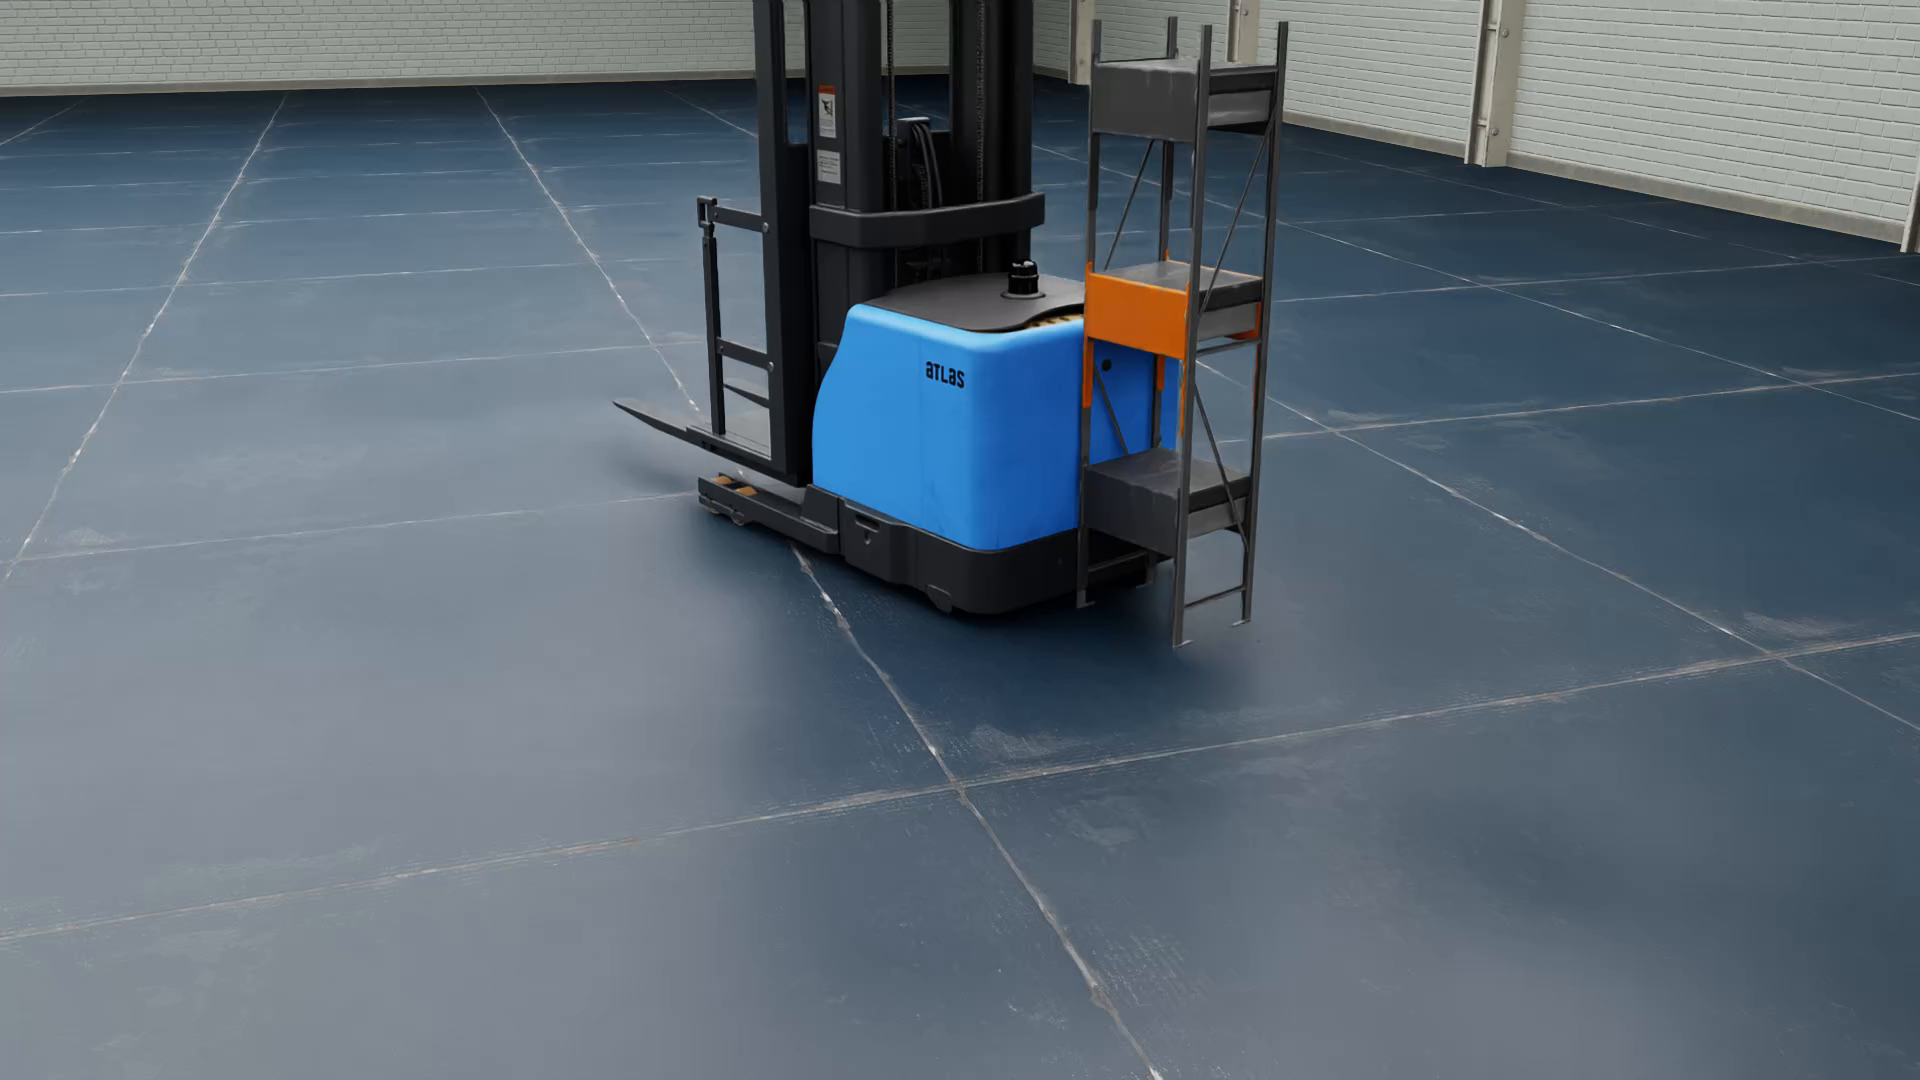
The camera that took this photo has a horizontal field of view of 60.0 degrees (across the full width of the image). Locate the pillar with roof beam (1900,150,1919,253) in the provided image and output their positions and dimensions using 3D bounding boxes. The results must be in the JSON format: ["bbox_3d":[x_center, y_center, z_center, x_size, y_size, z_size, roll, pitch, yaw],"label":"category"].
[{"bbox_3d":[3.691,-6.058,10.470,9.100,9.000,0.400,-6,21,-17],"label":"pillar with roof beam"}]

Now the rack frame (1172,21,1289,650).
[{"bbox_3d":[0.904,-0.647,5.611,0.400,2.100,0.015,-16,25,-37],"label":"rack frame"}]

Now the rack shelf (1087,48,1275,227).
[{"bbox_3d":[0.748,-1.356,5.555,0.431,0.518,0.480,-16,25,-37],"label":"rack shelf"}]

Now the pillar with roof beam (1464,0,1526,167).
[{"bbox_3d":[1.805,-7.983,15.830,9.100,9.000,0.400,-6,21,-17],"label":"pillar with roof beam"}]

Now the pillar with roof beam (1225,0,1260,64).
[{"bbox_3d":[-0.081,-9.909,21.191,9.100,9.000,0.400,-6,21,-17],"label":"pillar with roof beam"}]

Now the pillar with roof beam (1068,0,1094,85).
[{"bbox_3d":[-1.966,-11.834,26.552,9.100,9.000,0.400,-6,21,-17],"label":"pillar with roof beam"}]

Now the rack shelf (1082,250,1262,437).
[{"bbox_3d":[0.748,-0.697,5.792,0.431,0.518,0.480,-16,25,-37],"label":"rack shelf"}]

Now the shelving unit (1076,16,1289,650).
[{"bbox_3d":[0.748,-0.710,5.787,0.431,2.100,0.503,-16,25,-37],"label":"shelving unit"}]

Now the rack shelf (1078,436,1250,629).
[{"bbox_3d":[0.748,-0.038,6.028,0.431,0.518,0.480,-16,25,-37],"label":"rack shelf"}]

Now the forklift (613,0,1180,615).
[{"bbox_3d":[-0.482,-1.535,6.855,1.130,2.935,3.031,-16,25,-37],"label":"forklift"}]

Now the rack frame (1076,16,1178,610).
[{"bbox_3d":[0.591,-0.773,5.963,0.400,2.100,0.015,-16,25,-37],"label":"rack frame"}]
